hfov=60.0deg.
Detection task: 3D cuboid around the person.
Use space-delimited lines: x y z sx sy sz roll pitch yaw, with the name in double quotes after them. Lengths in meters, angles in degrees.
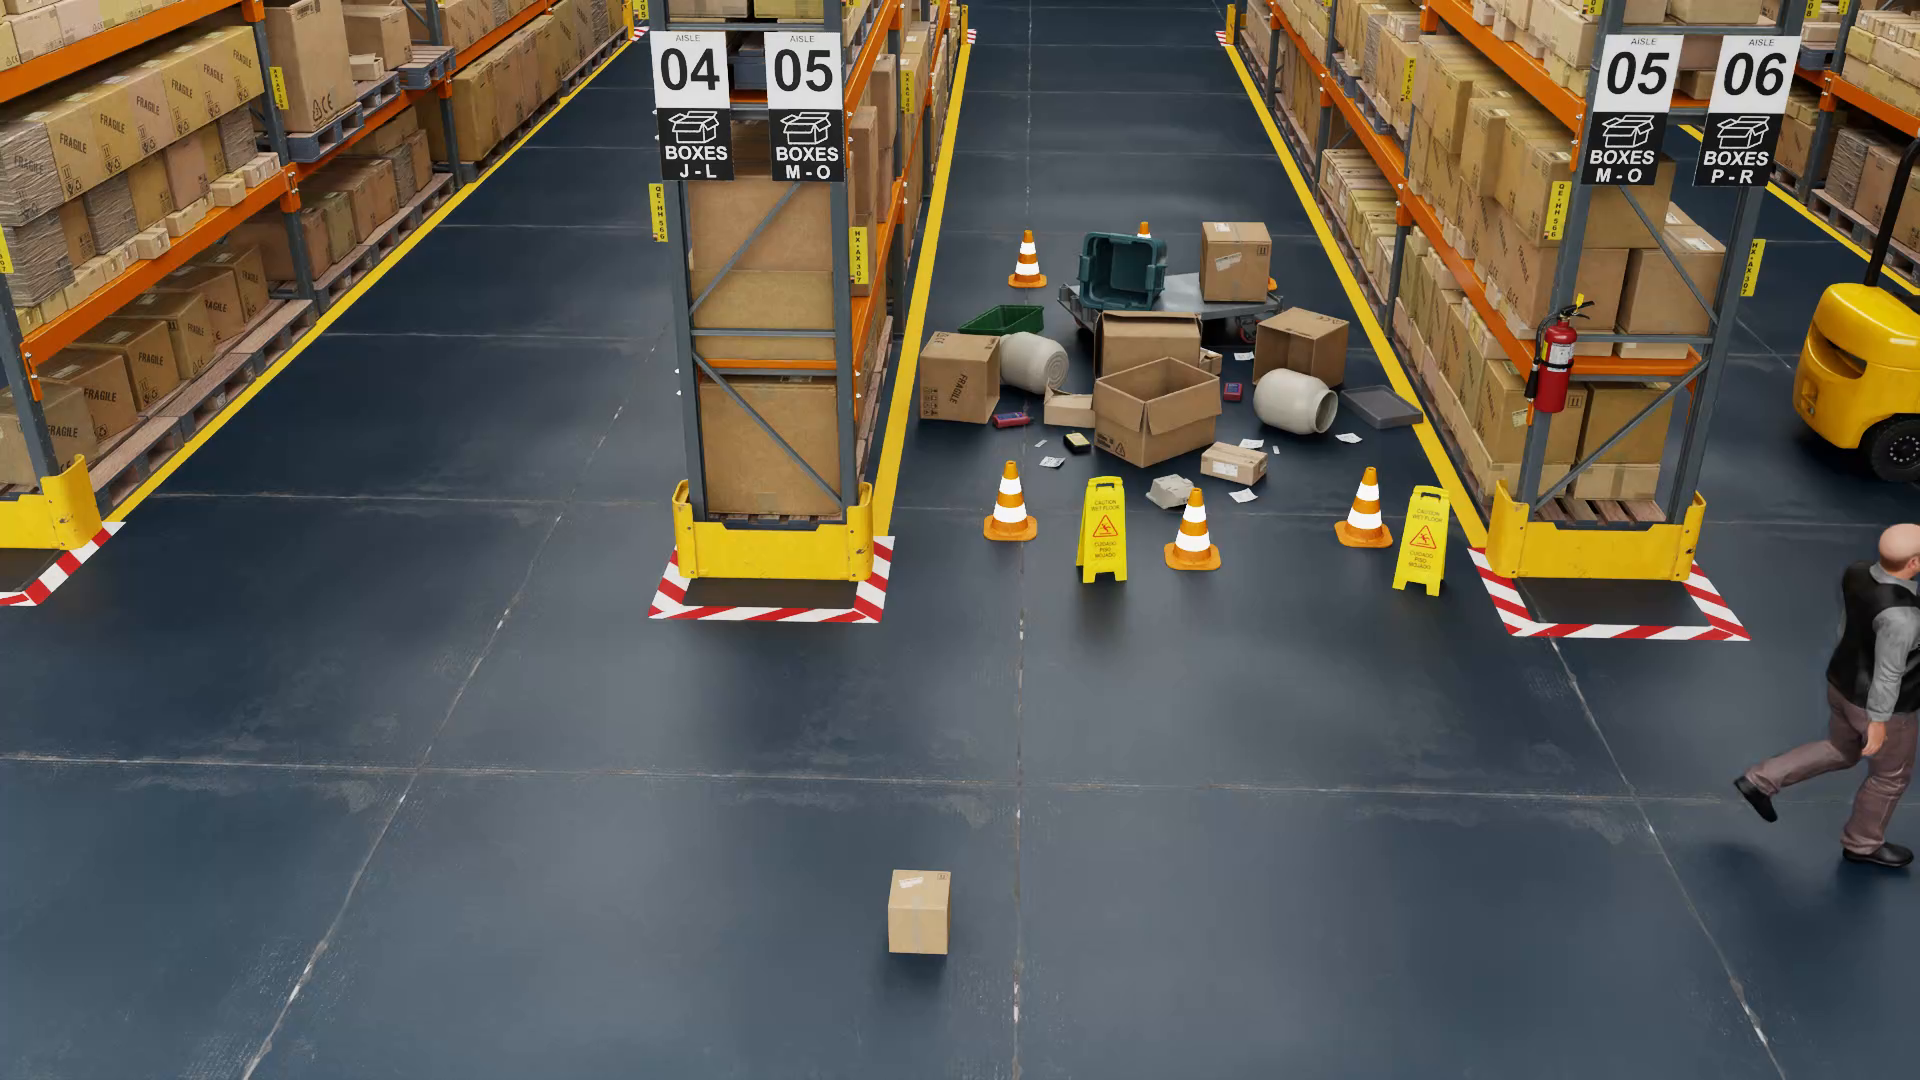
3.982 0.677 7.351 0.789 1.696 0.543 1 28 3 "person"
